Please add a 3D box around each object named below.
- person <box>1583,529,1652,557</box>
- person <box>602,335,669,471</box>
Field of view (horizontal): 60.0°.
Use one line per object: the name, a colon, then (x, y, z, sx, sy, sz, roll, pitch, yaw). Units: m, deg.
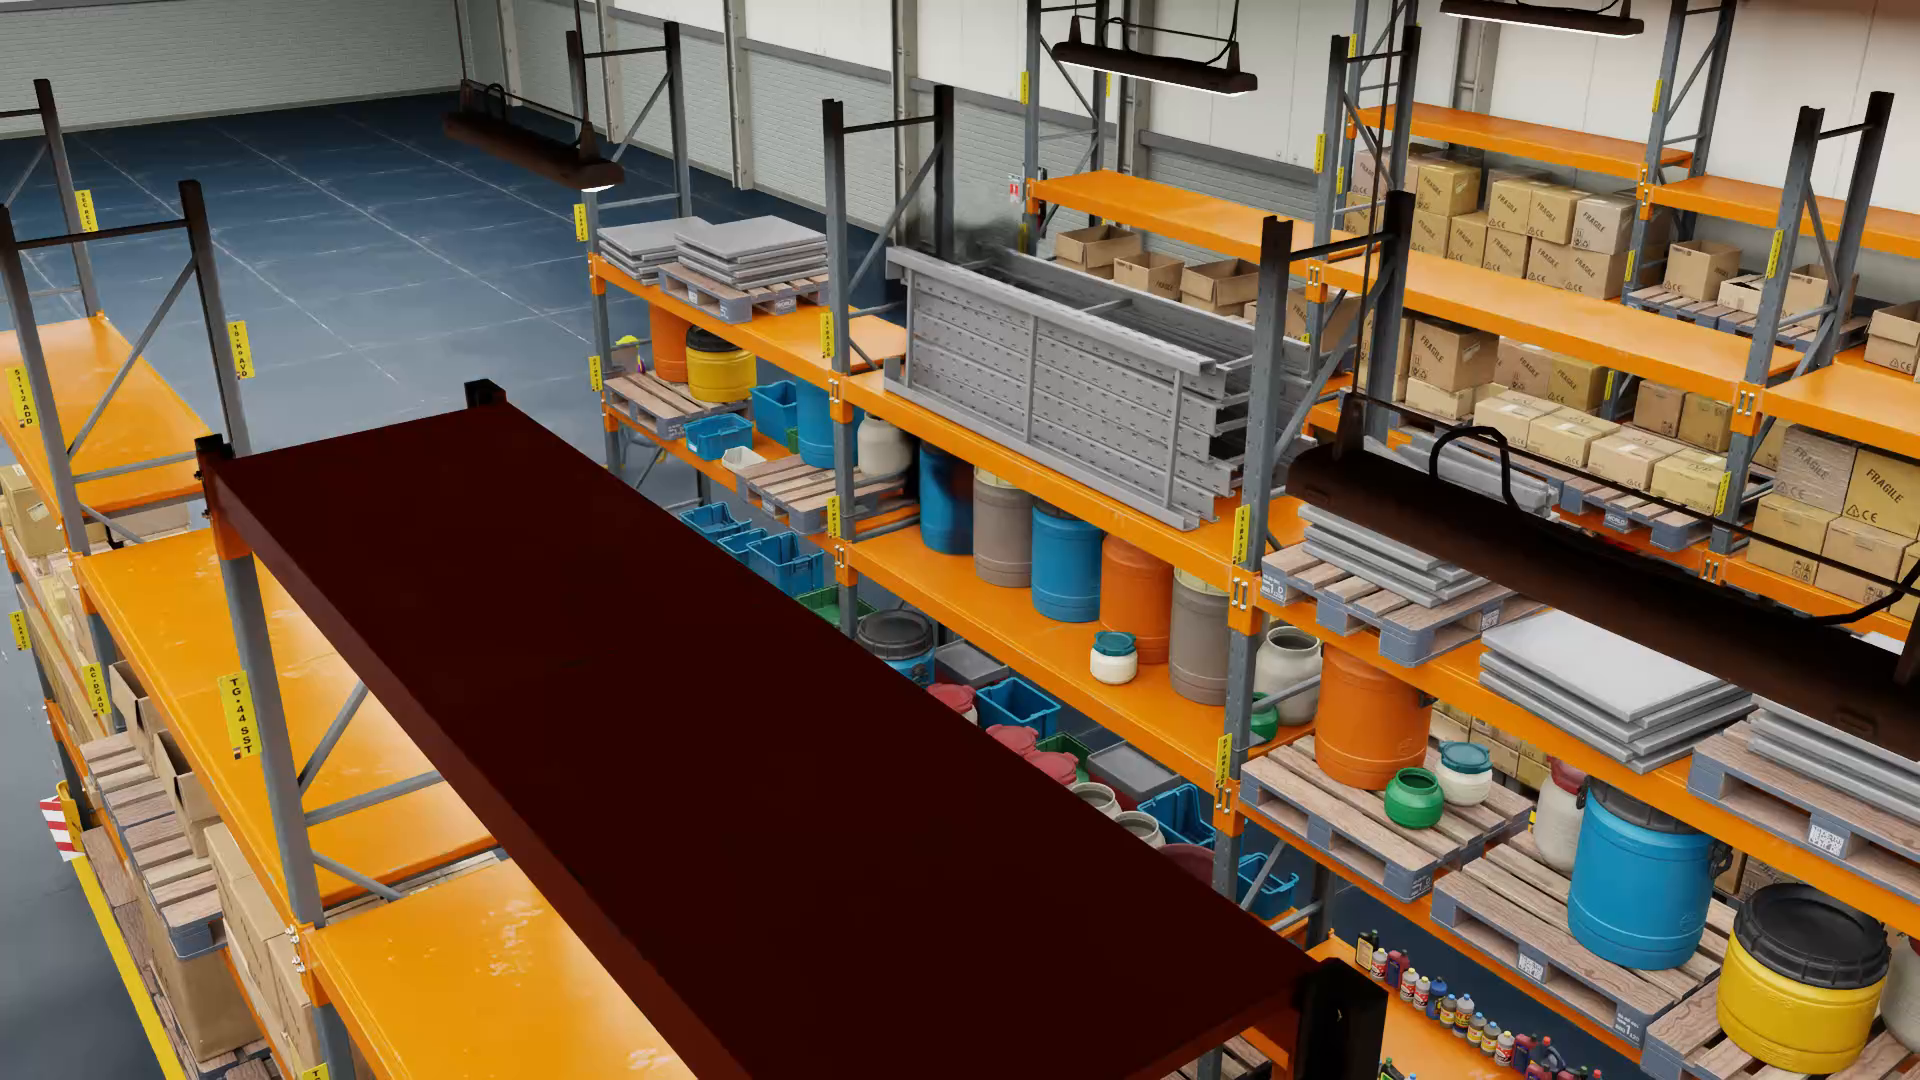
person: (6.376, 0.393, 16.128, 0.629, 1.797, 0.811, -21, 32, -38)
person: (-4.054, -1.689, 20.557, 0.901, 1.744, 0.714, -7, 26, -14)
